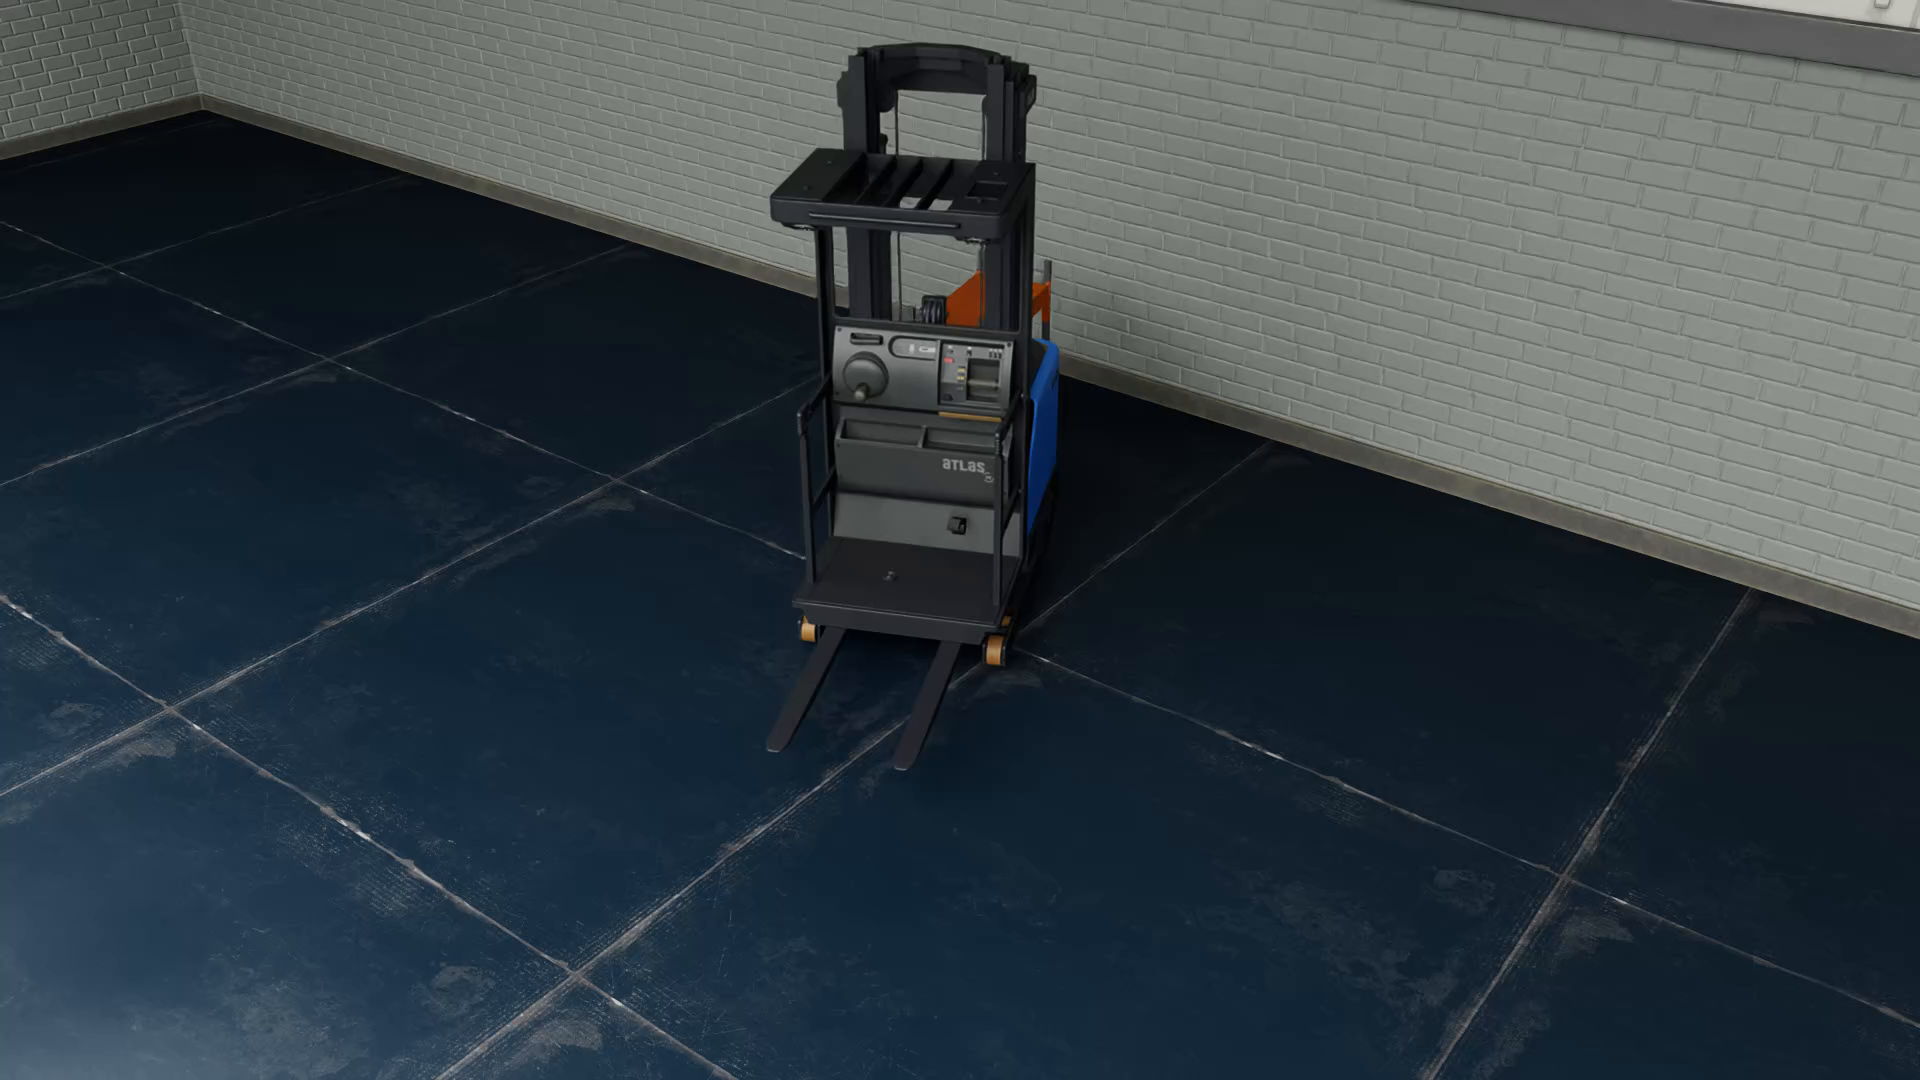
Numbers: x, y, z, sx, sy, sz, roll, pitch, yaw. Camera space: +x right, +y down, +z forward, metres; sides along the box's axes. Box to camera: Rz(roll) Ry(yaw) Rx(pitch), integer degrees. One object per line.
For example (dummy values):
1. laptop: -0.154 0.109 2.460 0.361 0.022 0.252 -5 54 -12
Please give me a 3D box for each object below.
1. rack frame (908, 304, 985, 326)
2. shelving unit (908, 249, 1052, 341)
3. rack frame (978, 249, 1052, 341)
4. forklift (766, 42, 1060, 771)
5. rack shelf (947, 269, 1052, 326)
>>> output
1. rack frame: -0.079 -0.864 10.104 0.500 1.125 0.032 13 33 21
2. shelving unit: 0.134 -1.099 10.501 0.538 1.125 1.048 13 33 21
3. rack frame: 0.348 -1.334 10.898 0.500 1.125 0.032 13 33 21
4. forklift: -0.235 -0.815 8.250 1.130 2.935 3.031 7 31 11
5. rack shelf: 0.134 -1.351 10.352 0.538 0.278 1.000 13 33 21
